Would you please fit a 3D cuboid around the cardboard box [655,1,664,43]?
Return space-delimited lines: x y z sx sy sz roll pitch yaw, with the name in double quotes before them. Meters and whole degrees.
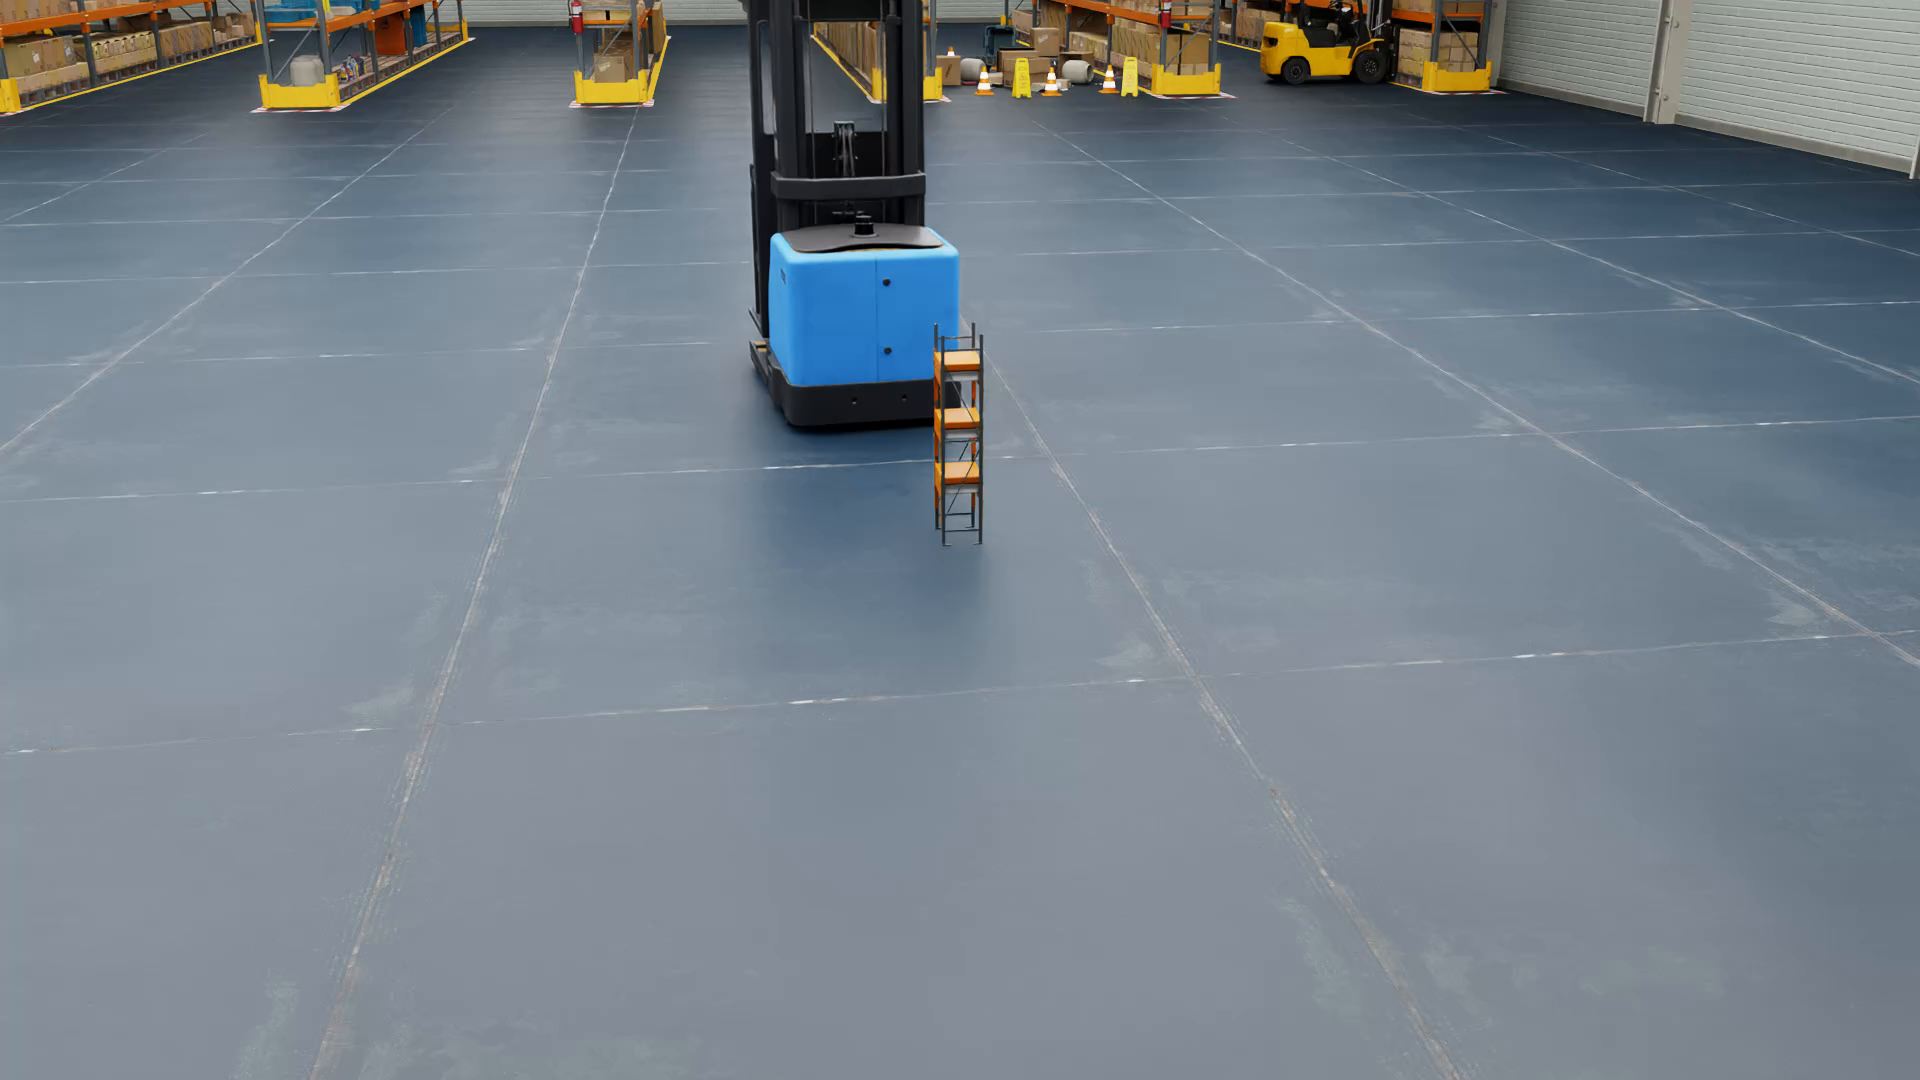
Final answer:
"cardboard box" -7.444 -11.880 38.172 1.225 0.875 0.875 -3 21 -8

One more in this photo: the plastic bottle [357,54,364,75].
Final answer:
"plastic bottle" -10.926 -8.636 30.208 0.144 0.351 0.185 -3 21 -9

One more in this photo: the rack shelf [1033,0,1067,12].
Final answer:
"rack shelf" 2.539 -12.369 38.075 1.077 0.370 4.000 -3 21 -8

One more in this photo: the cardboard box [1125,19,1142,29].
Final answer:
"cardboard box" 3.298 -9.657 31.117 0.380 0.149 0.250 -2 21 -5

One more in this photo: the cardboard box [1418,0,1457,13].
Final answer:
"cardboard box" 8.561 -9.699 29.756 0.500 0.500 0.500 -3 21 -9

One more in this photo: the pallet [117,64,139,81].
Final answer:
"pallet" -16.530 -9.001 32.013 1.003 0.211 1.213 -3 21 -8

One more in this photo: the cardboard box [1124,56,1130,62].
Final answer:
"cardboard box" 3.389 -8.952 31.226 0.500 0.250 0.500 -3 21 -8

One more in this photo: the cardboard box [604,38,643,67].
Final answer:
"cardboard box" -6.470 -9.378 31.981 0.700 0.500 0.500 -5 21 -12

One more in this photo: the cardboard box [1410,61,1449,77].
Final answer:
"cardboard box" 8.511 -8.551 30.153 0.500 0.250 0.500 -3 21 -7

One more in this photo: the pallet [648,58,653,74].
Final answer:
"pallet" -6.696 -9.515 33.391 1.003 0.211 1.213 -3 21 -8

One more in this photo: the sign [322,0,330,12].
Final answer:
"sign" -10.183 -8.650 26.693 0.100 0.325 0.005 -3 21 -8

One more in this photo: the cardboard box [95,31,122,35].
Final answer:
"cardboard box" -16.998 -9.991 33.207 0.500 0.311 0.500 -2 21 -6

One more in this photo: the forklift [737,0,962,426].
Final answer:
"forklift" -0.825 -2.529 10.798 1.130 2.935 3.031 -5 21 -12

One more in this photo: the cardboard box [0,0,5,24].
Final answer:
"cardboard box" -15.684 -8.455 26.423 0.700 0.500 0.500 -3 21 -8

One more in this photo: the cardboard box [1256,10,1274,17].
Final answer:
"cardboard box" 7.200 -12.393 39.156 0.380 0.149 0.250 -2 21 -6

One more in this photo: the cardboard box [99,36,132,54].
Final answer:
"cardboard box" -16.242 -9.490 31.865 0.500 0.311 0.500 -2 21 -6

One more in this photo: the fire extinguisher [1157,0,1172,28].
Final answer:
"fire extinguisher" 3.541 -9.145 28.524 0.296 0.674 0.183 -3 21 -8

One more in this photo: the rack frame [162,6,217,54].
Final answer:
"rack frame" -17.360 -12.400 37.130 1.000 3.000 0.127 -3 21 -8

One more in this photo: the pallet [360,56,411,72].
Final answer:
"pallet" -11.808 -9.688 33.852 1.003 0.211 1.213 -3 21 -8

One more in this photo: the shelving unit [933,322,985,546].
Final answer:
"shelving unit" -0.008 -0.510 8.082 0.215 1.050 0.252 -3 21 -8

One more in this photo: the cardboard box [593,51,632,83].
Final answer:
"cardboard box" -6.020 -8.192 28.835 0.500 0.500 0.500 2 21 6

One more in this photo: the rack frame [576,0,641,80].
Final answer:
"rack frame" -5.826 -8.744 27.340 1.000 3.000 0.127 -3 21 -8

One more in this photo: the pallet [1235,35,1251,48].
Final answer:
"pallet" 7.316 -12.064 40.215 1.003 0.211 1.213 -3 21 -8

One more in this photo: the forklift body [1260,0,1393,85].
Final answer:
"forklift body" 6.813 -9.662 31.012 2.313 2.155 1.214 -3 21 -8

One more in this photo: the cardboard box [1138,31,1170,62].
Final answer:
"cardboard box" 3.528 -8.948 30.146 0.500 0.500 0.500 -2 21 -6

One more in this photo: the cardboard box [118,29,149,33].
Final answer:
"cardboard box" -17.150 -10.363 34.618 0.500 0.500 0.500 -2 21 -6

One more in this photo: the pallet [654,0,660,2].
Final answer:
"pallet" -6.771 -11.183 34.144 1.213 0.211 1.003 -3 21 -8

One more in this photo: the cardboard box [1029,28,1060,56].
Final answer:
"cardboard box" 1.646 -9.712 32.423 0.500 0.500 0.500 -3 21 -8

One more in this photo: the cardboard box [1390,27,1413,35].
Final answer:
"cardboard box" 8.289 -9.543 31.380 0.500 0.250 0.500 -3 21 -9

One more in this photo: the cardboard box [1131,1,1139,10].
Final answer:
"cardboard box" 3.371 -9.857 30.678 0.380 0.149 0.250 -3 21 -8

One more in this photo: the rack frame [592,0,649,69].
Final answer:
"rack frame" -6.403 -10.129 31.048 1.000 3.000 0.127 -3 21 -8

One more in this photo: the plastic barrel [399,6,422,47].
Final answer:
"plastic barrel" -12.294 -11.428 36.926 0.600 0.901 0.708 -3 21 -8

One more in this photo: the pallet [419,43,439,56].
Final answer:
"pallet" -12.387 -11.073 37.563 1.003 0.211 1.213 -3 21 -8

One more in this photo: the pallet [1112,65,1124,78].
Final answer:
"pallet" 3.535 -9.092 32.257 1.003 0.211 1.213 -3 21 -8

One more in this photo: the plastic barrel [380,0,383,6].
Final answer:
"plastic barrel" -11.331 -10.539 31.952 0.433 0.535 0.433 0 20 0

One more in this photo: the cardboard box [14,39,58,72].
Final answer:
"cardboard box" -15.701 -8.222 28.201 0.500 0.500 0.500 -3 21 -8

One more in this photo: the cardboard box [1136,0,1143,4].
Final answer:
"cardboard box" 3.493 -9.951 30.004 0.500 0.500 0.500 -3 21 -8

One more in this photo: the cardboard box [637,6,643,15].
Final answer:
"cardboard box" -5.752 -9.261 29.084 0.380 0.149 0.250 -3 21 -8

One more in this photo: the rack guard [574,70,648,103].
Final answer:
"rack guard" -5.837 -7.599 27.848 1.175 0.500 0.348 -3 21 -8

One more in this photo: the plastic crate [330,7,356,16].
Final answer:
"plastic crate" -10.819 -9.206 28.955 0.530 0.136 0.437 -3 21 -8

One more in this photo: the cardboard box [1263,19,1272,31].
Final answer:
"cardboard box" 7.325 -11.781 38.445 0.500 0.500 0.500 -2 21 -5

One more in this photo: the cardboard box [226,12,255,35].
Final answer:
"cardboard box" -17.614 -12.645 40.728 0.500 0.500 0.500 -3 21 -8

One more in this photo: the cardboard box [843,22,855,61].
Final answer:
"cardboard box" -1.794 -10.031 33.403 1.050 0.750 0.750 -3 21 -8

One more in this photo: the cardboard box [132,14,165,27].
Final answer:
"cardboard box" -17.314 -11.087 35.486 0.500 0.250 0.500 -3 21 -9

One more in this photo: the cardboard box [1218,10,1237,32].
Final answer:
"cardboard box" 6.814 -13.187 42.209 0.700 0.500 0.500 -4 21 -10

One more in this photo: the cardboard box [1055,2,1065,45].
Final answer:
"cardboard box" 2.685 -11.767 37.872 0.875 0.875 0.875 -3 21 -7

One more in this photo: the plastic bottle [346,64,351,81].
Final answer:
"plastic bottle" -10.730 -8.184 29.112 0.097 0.271 0.097 0 20 0

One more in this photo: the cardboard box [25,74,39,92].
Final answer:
"cardboard box" -15.563 -7.524 27.404 0.500 0.250 0.500 -3 21 -8

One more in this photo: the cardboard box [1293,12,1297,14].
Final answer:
"cardboard box" 7.897 -12.065 38.278 0.380 0.149 0.250 -4 21 -10

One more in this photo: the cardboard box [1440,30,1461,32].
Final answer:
"cardboard box" 8.934 -9.221 30.519 0.500 0.250 0.500 -3 21 -8
